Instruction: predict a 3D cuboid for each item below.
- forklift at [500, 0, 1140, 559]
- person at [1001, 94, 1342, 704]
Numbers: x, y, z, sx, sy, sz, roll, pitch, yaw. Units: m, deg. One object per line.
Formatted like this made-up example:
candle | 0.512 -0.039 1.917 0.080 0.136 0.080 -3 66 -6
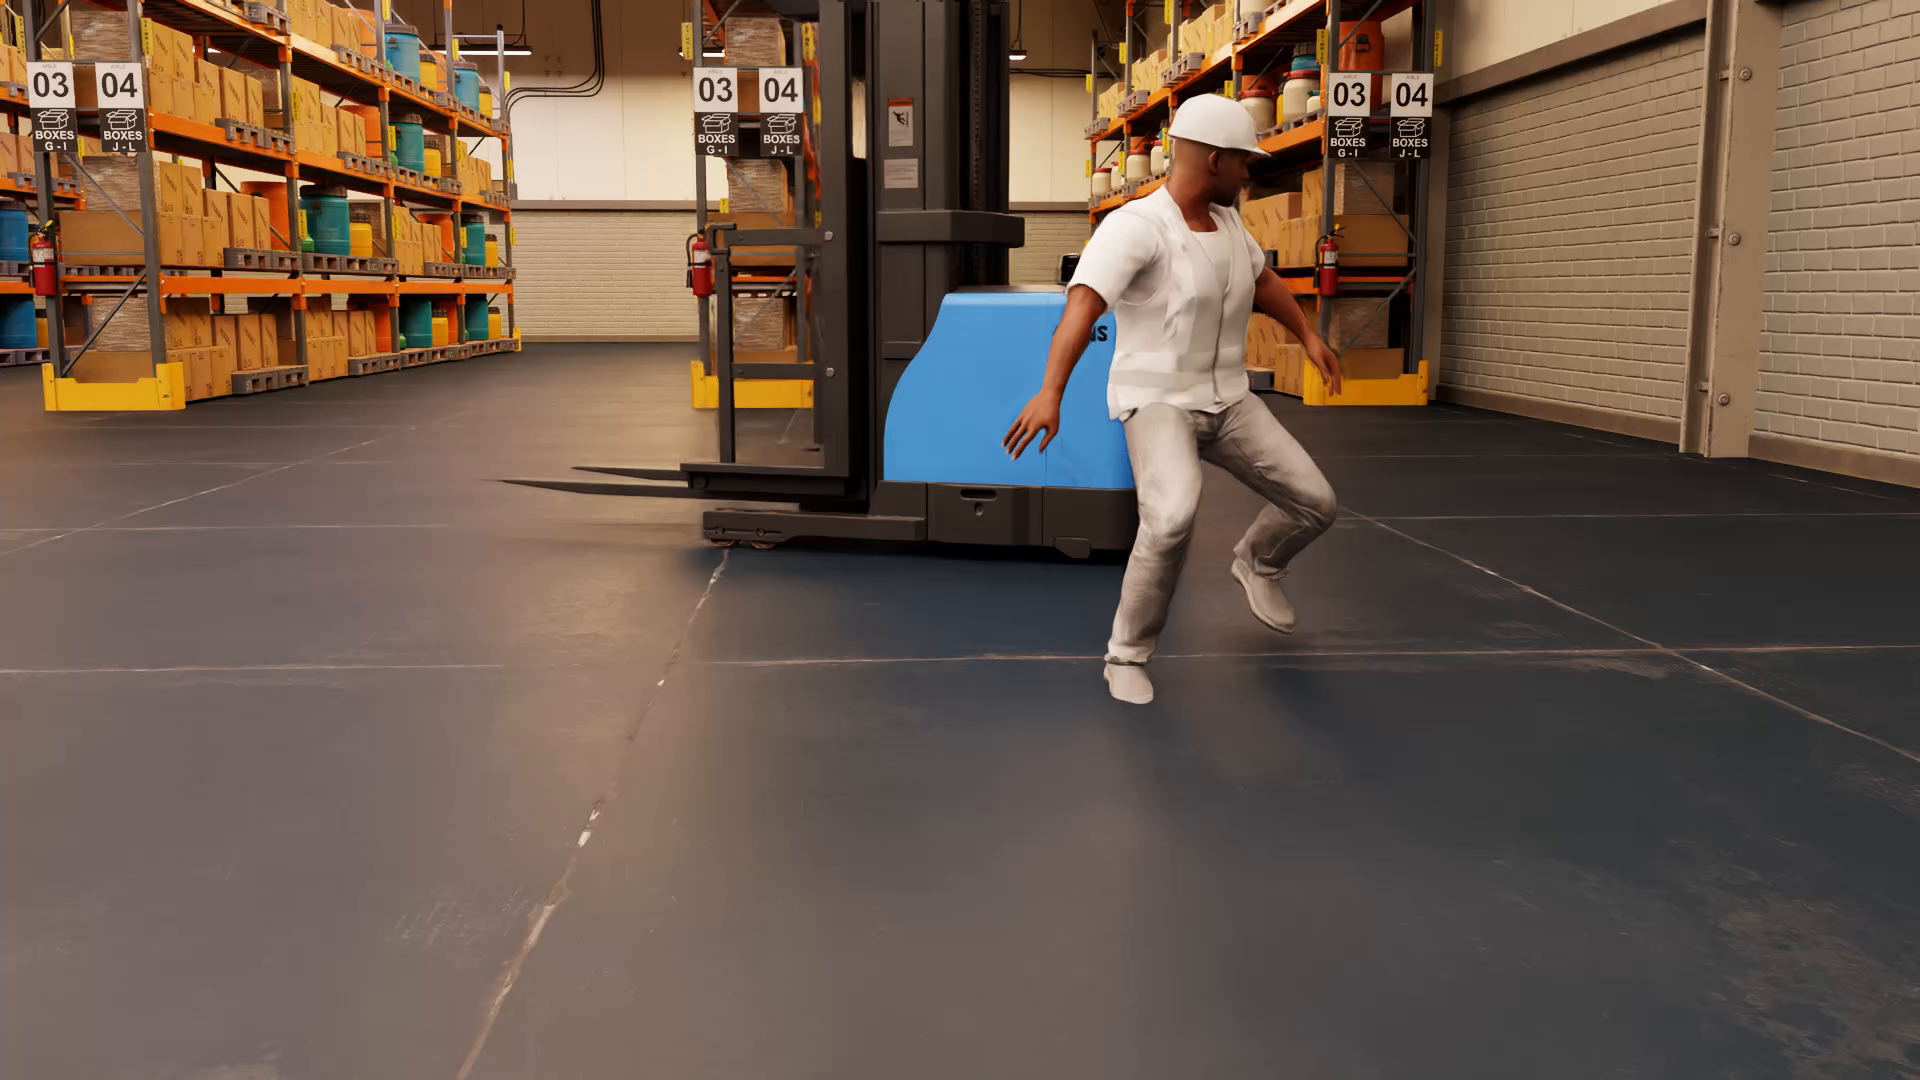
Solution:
forklift | -0.578 -1.479 7.289 3.031 2.935 1.130 3 9 19
person | 0.625 -0.391 4.622 1.182 1.645 0.511 -6 10 -35
